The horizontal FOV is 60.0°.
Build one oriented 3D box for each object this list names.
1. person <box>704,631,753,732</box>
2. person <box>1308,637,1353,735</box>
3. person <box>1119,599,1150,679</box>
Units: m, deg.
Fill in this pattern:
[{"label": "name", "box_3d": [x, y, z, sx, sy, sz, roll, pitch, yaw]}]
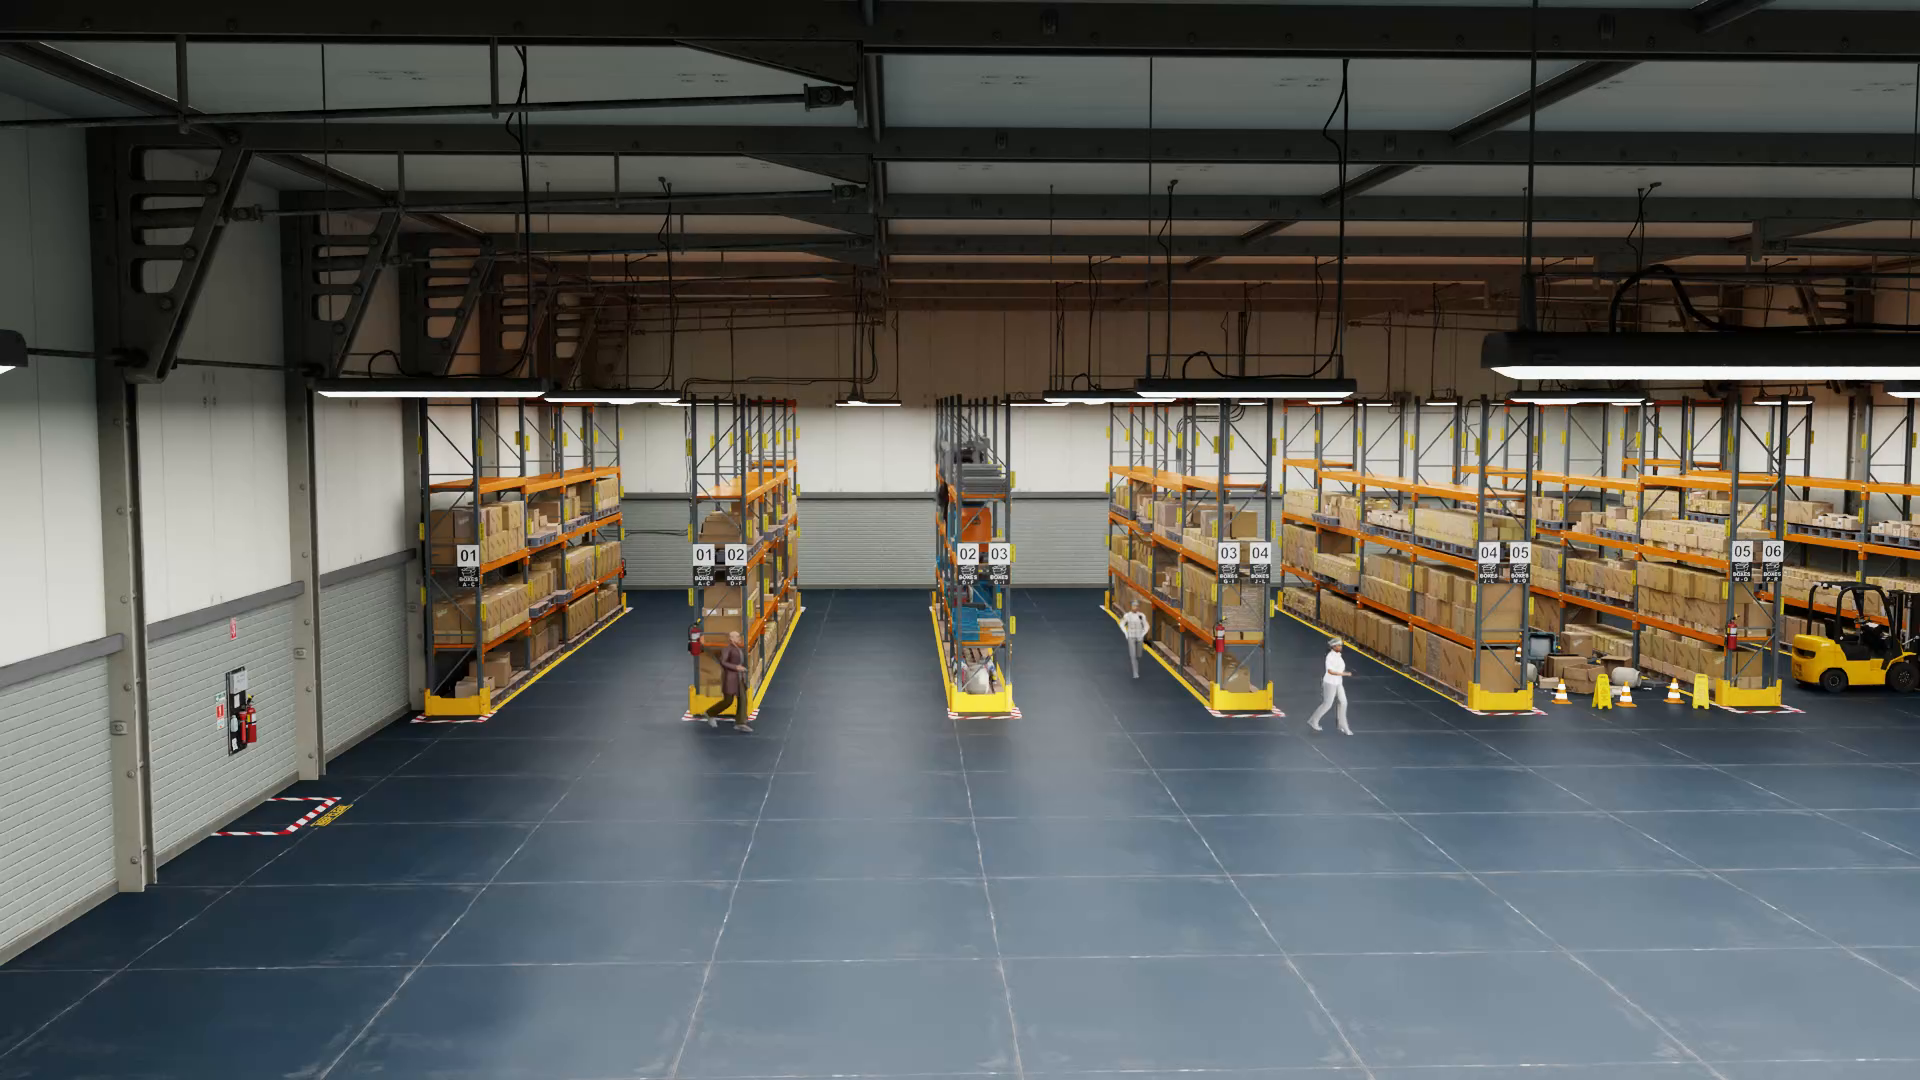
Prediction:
[{"label": "person", "box_3d": [-4.072, 2.506, 29.656, 0.959, 1.776, 0.727, 2, 5, 23]}, {"label": "person", "box_3d": [6.562, 2.572, 29.368, 0.784, 1.750, 0.591, 3, 5, 32]}, {"label": "person", "box_3d": [3.736, 2.087, 35.576, 0.635, 1.670, 0.781, 0, 4, -2]}]
